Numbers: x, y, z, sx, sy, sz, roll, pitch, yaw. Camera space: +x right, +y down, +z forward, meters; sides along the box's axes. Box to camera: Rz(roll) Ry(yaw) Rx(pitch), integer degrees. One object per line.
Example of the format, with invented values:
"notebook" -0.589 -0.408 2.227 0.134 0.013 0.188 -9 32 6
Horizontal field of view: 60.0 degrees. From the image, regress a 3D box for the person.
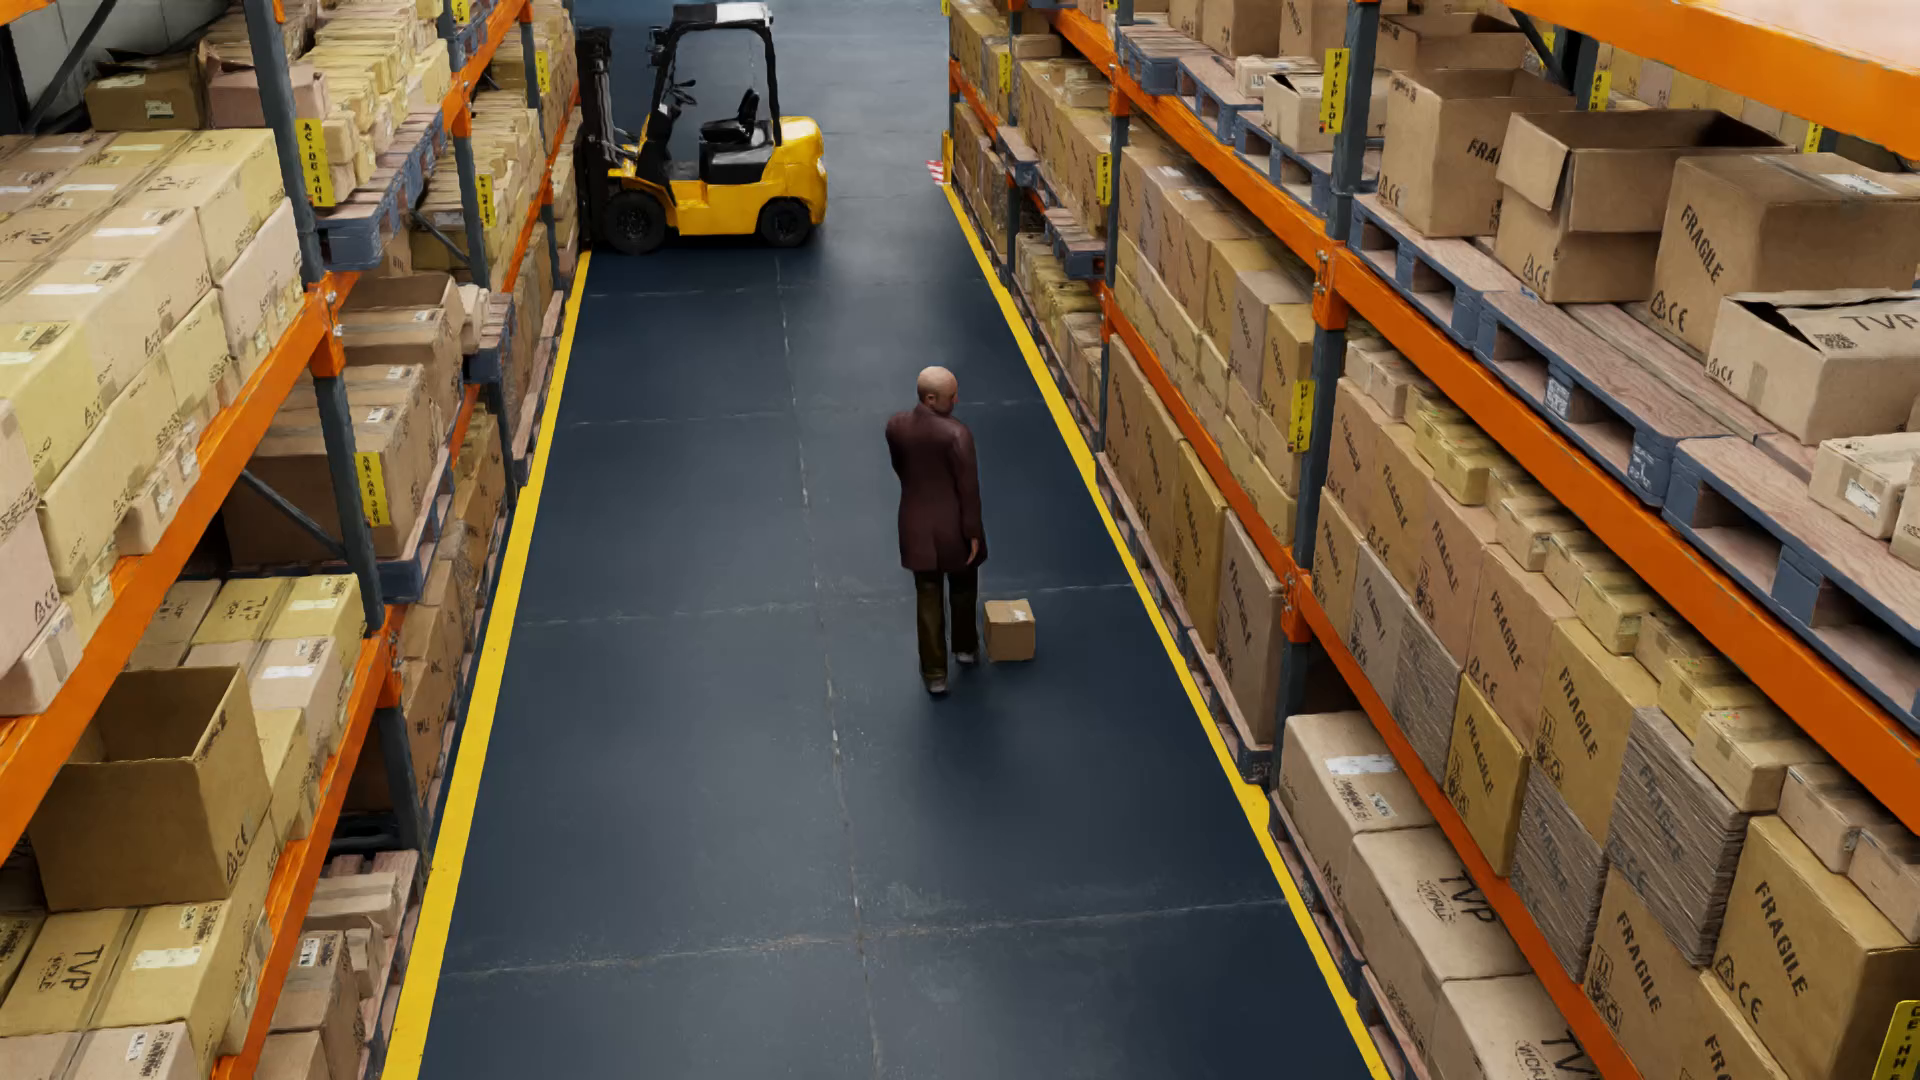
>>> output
"person" -0.111 0.007 8.870 0.569 1.629 0.698 7 28 13
